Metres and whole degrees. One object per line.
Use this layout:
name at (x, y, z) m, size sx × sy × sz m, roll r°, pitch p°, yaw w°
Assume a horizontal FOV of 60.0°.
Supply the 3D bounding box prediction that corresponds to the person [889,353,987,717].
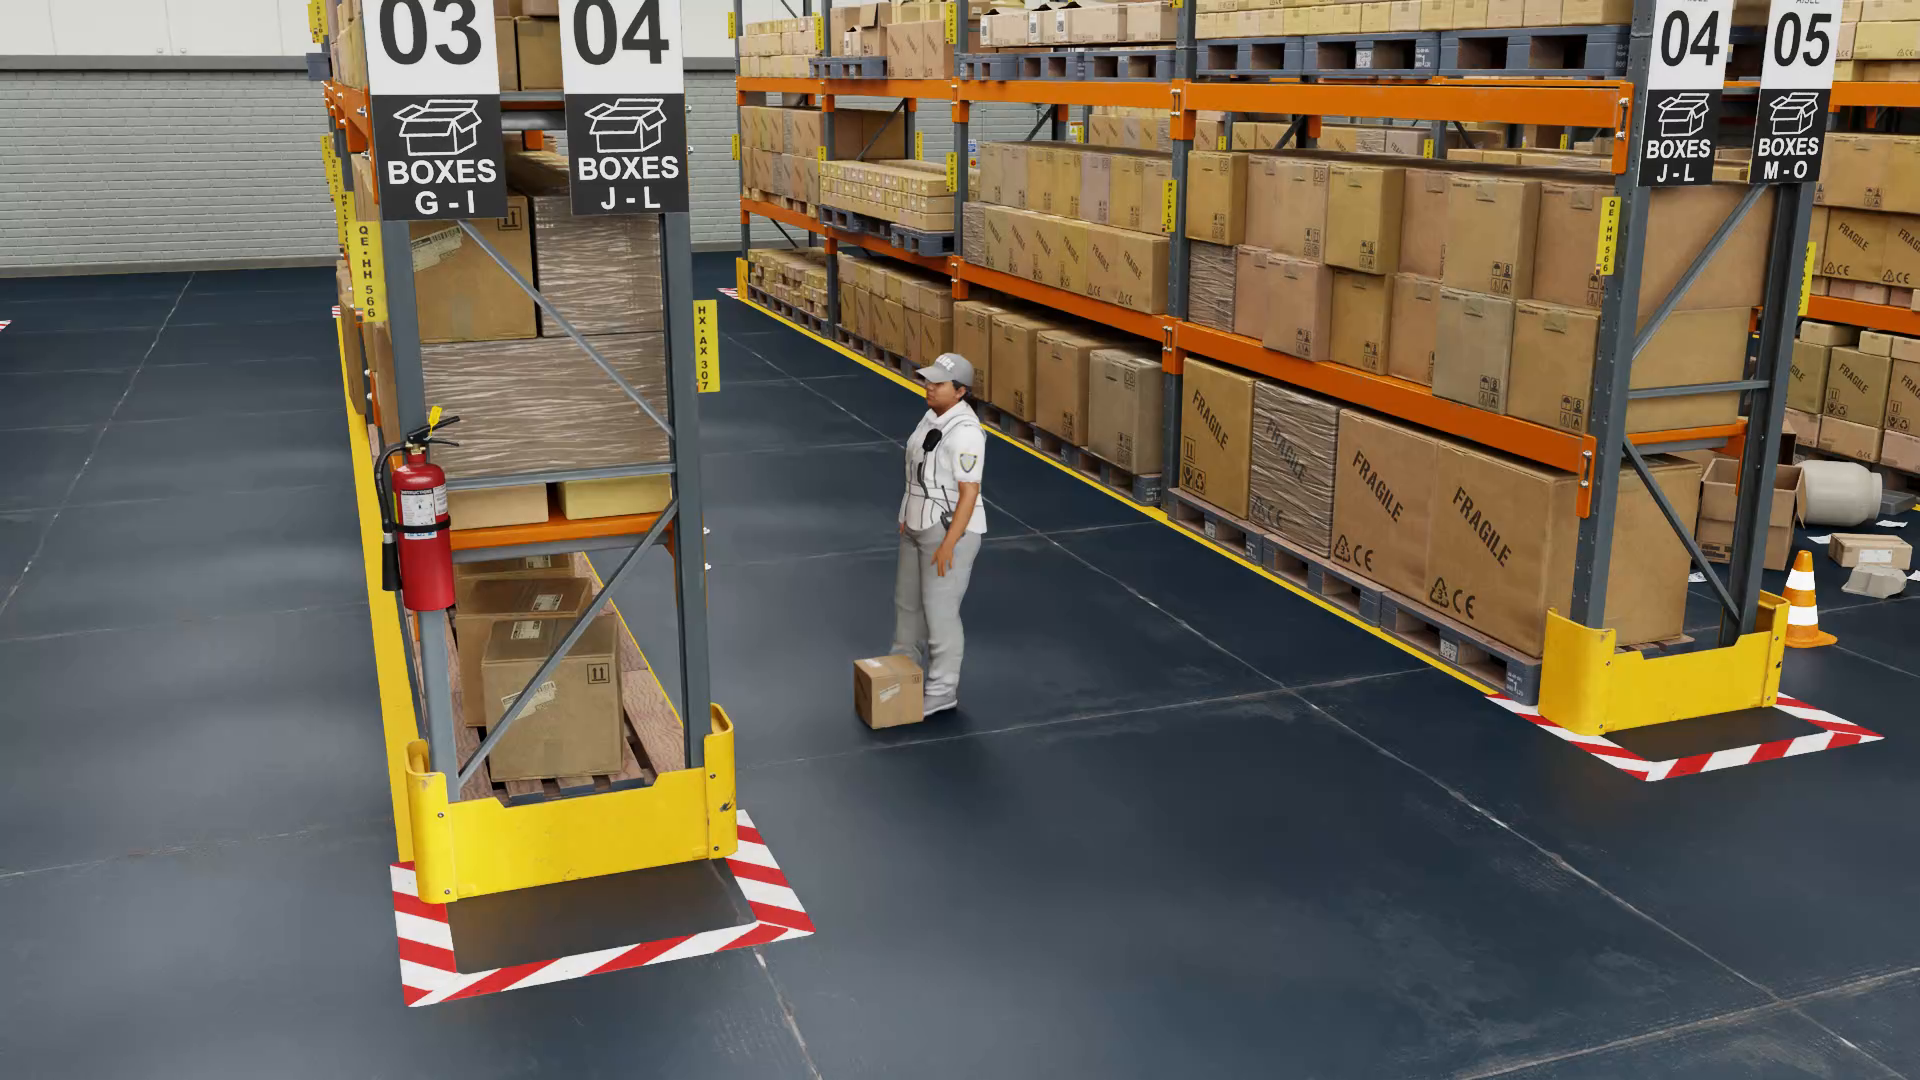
person at (-0.170, -0.024, 7.567) m, size 0.529 × 1.669 × 0.595 m, roll -6°, pitch 17°, yaw -20°
